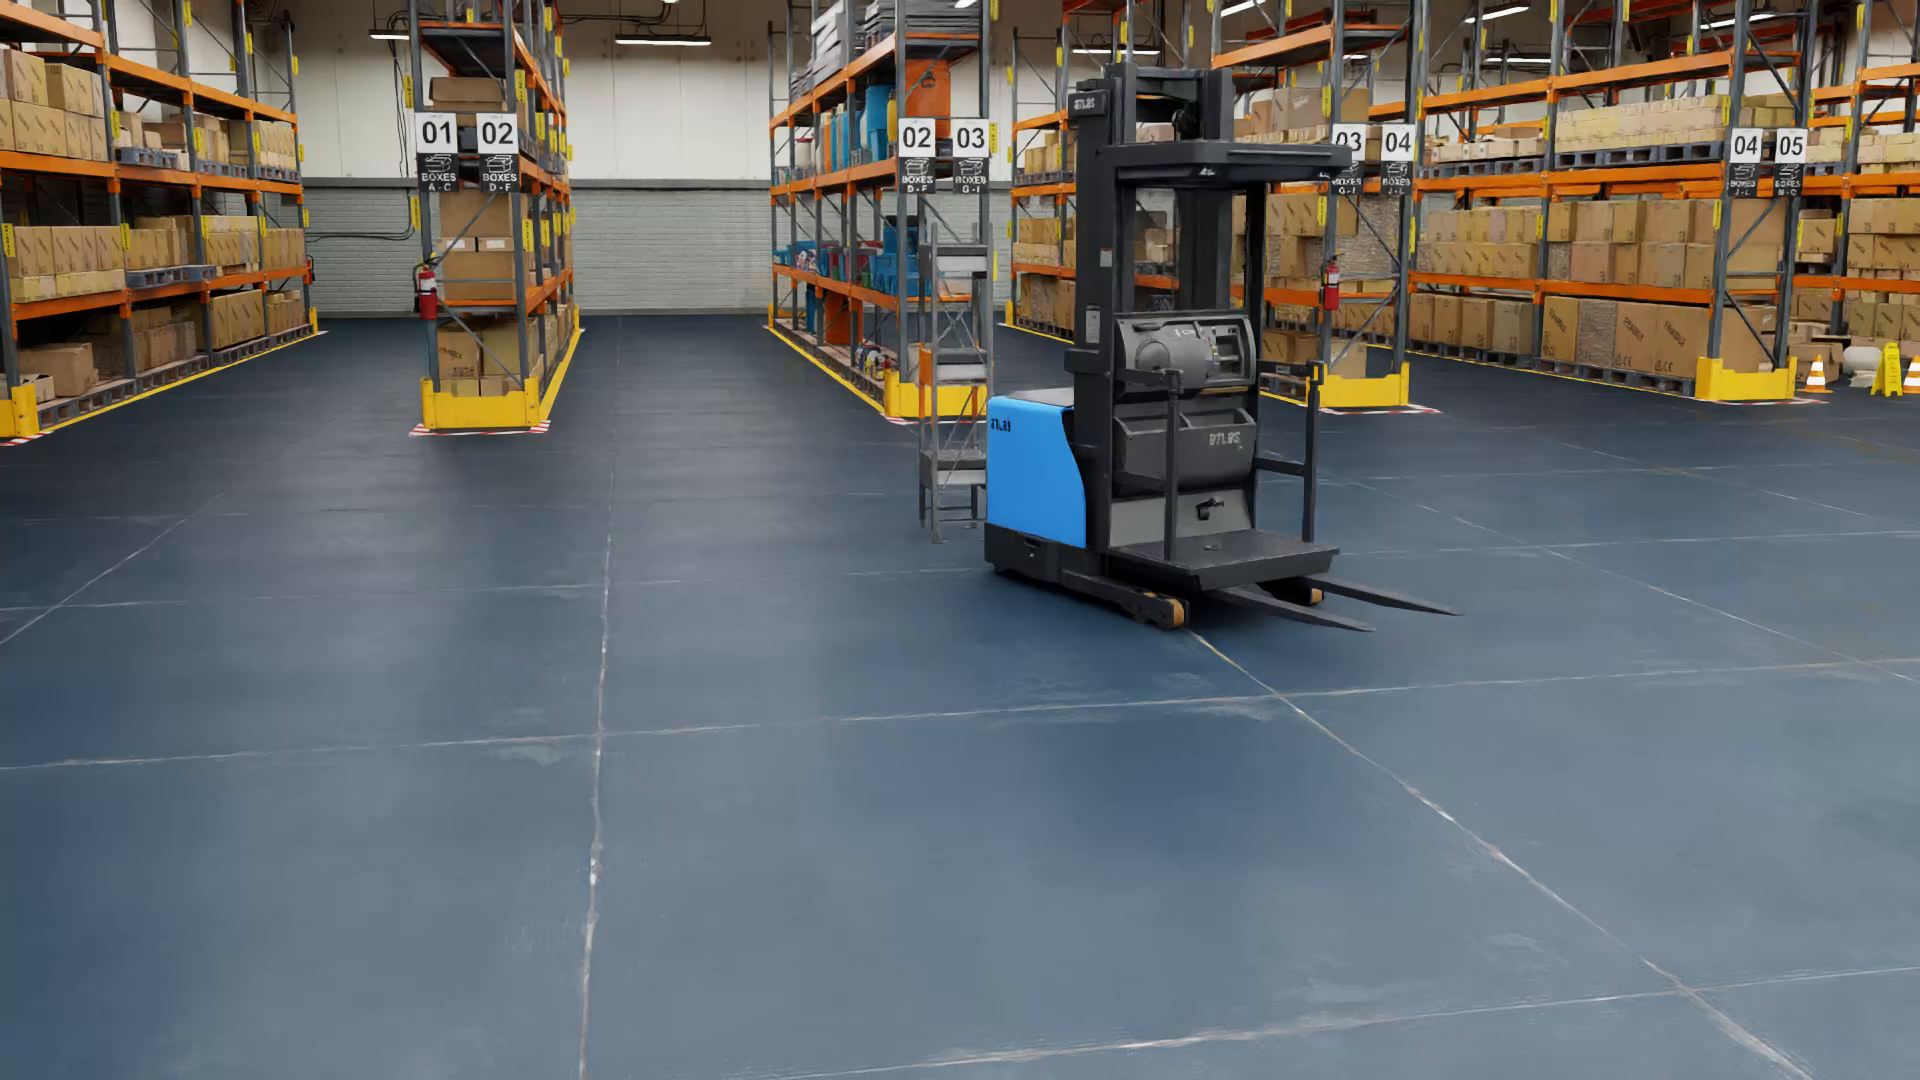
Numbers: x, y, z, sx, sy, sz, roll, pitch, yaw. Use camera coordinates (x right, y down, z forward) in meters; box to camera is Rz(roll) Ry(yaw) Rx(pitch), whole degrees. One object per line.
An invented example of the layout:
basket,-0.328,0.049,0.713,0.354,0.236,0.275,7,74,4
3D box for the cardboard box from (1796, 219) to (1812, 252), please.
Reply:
cardboard box,13.205,-4.709,25.729,0.500,0.500,0.500,-2,11,-11

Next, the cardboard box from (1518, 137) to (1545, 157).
cardboard box,8.487,-5.721,24.219,0.500,0.250,0.500,-2,11,-10

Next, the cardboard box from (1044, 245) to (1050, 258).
cardboard box,1.894,-5.486,31.602,0.500,0.250,0.500,-2,11,-9

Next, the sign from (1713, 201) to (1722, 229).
sign,9.025,-3.876,19.809,0.100,0.325,0.005,-2,11,-11

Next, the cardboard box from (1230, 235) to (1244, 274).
cardboard box,3.986,-3.797,22.062,0.875,0.500,0.500,-2,11,-11

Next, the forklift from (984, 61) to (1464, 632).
forklift,1.368,-1.068,8.969,1.130,2.935,3.031,-7,13,-32

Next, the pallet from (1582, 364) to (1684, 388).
pallet,9.093,-2.205,22.219,1.003,0.211,1.213,-2,11,-11

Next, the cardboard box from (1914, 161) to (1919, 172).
cardboard box,13.641,-5.236,23.333,0.380,0.149,0.250,-2,11,-13

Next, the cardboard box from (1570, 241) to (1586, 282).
cardboard box,8.994,-3.848,22.991,0.875,0.550,0.550,-2,11,-11

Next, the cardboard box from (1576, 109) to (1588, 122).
cardboard box,8.619,-5.767,22.598,0.380,0.149,0.250,-2,11,-12

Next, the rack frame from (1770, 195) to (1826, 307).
rack frame,16.930,-5.789,33.588,1.000,3.000,0.127,-2,11,-11

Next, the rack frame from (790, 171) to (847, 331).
rack frame,-2.518,-5.067,29.796,1.000,3.000,0.127,-2,11,-11

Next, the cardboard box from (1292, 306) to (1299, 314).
cardboard box,6.718,-4.505,32.548,0.380,0.149,0.250,-3,11,-13

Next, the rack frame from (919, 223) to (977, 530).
rack frame,-0.080,-1.107,11.395,0.400,2.100,0.015,-2,11,-11

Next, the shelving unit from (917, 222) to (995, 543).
shelving unit,-0.032,-1.062,11.160,0.431,2.100,0.503,-2,11,-11

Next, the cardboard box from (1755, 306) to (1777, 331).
cardboard box,11.877,-3.214,24.721,0.500,0.500,0.500,-2,11,-11

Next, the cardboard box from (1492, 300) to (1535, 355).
cardboard box,8.573,-3.153,24.636,1.050,0.750,0.750,-2,11,-11

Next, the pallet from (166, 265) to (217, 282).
pallet,-11.215,-3.752,23.400,1.213,0.211,1.003,-2,11,-11

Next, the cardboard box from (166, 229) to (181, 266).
cardboard box,-11.221,-4.051,23.014,0.700,0.500,0.500,-3,11,-16

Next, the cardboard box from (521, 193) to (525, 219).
cardboard box,-5.629,-3.933,20.101,0.700,0.500,0.500,-2,11,-11

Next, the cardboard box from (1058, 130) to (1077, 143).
cardboard box,2.164,-7.566,31.241,0.500,0.250,0.500,-3,11,-15

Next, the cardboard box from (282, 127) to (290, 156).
cardboard box,-12.517,-7.248,30.235,0.500,0.500,0.500,-2,11,-9

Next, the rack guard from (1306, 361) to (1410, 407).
rack guard,4.660,-1.832,19.486,1.175,0.500,0.348,-2,11,-11

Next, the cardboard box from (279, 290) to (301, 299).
cardboard box,-12.576,-4.596,31.147,0.380,0.149,0.250,-2,11,-12

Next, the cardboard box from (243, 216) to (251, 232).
cardboard box,-11.804,-5.110,26.898,0.500,0.250,0.500,-2,11,-10

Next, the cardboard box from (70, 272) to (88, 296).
cardboard box,-9.989,-2.824,18.360,0.500,0.250,0.500,-2,11,-10

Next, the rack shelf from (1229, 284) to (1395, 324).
rack shelf,4.286,-3.060,21.173,1.077,0.370,4.000,-2,11,-11

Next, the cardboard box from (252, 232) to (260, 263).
cardboard box,-11.899,-4.836,27.467,0.500,0.500,0.500,-2,11,-12

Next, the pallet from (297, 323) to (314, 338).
pallet,-12.781,-3.927,31.263,1.003,0.211,1.213,-2,11,-11

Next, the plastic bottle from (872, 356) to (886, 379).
plastic bottle,-0.993,-2.112,20.380,0.152,0.276,0.135,-2,11,-11

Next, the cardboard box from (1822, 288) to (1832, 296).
cardboard box,17.008,-4.819,32.318,0.380,0.149,0.250,-2,11,-11

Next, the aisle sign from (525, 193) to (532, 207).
aisle sign,-8.457,-6.900,32.474,0.394,0.787,0.004,-2,11,-11

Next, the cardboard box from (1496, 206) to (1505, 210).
cardboard box,11.341,-6.839,34.429,0.380,0.149,0.250,-2,11,-12

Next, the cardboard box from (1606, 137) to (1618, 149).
cardboard box,8.768,-5.235,21.936,0.380,0.149,0.250,-2,11,-11

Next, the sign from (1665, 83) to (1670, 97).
sign,15.619,-9.947,36.683,0.100,0.325,0.005,-2,11,-11

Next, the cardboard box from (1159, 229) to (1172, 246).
cardboard box,3.470,-4.573,25.808,0.700,0.500,0.500,0,11,-3

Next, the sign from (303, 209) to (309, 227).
sign,-12.479,-6.143,31.717,0.100,0.325,0.005,-2,11,-11

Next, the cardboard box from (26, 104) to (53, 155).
cardboard box,-9.896,-4.304,17.442,0.500,0.500,0.500,-2,11,-8

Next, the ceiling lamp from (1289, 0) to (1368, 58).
ceiling lamp,8.383,-12.560,37.507,2.000,3.185,0.800,-2,11,-11

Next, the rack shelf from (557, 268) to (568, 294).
rack shelf,-6.988,-4.167,26.993,1.077,0.370,4.000,-2,11,-11

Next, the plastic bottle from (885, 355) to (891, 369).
plastic bottle,-0.889,-2.120,20.400,0.061,0.283,0.133,-2,11,-11

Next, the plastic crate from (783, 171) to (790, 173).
plastic crate,-3.008,-6.614,30.347,0.416,0.233,0.300,-2,11,-11

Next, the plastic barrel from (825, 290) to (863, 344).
plastic barrel,-1.852,-3.563,26.573,0.600,0.830,0.708,-2,11,-11

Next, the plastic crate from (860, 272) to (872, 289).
plastic crate,-0.975,-3.236,20.745,0.450,0.188,0.662,-2,11,-11

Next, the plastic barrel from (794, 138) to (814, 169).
plastic barrel,-2.661,-6.708,28.908,0.433,0.535,0.433,0,11,0

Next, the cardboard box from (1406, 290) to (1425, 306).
cardboard box,7.613,-4.138,28.471,0.500,0.250,0.500,-2,11,-12

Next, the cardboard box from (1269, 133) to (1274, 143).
cardboard box,4.061,-4.972,20.611,0.380,0.149,0.250,-3,11,-14

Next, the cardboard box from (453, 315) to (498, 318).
cardboard box,-6.038,-2.548,20.785,0.500,0.500,0.500,-2,11,-11

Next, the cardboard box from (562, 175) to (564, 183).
cardboard box,-7.322,-6.477,29.585,0.500,0.250,0.500,-2,11,-11

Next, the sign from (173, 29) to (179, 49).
sign,-12.785,-8.175,27.158,0.100,0.325,0.005,-2,11,-11

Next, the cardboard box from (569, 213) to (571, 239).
cardboard box,-7.594,-5.902,31.243,0.500,0.500,0.500,-2,11,-9

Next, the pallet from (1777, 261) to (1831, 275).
pallet,13.265,-4.418,26.900,1.003,0.211,1.213,-2,11,-11

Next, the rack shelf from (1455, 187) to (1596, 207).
rack shelf,11.672,-7.094,34.350,1.077,0.370,4.000,-2,11,-11

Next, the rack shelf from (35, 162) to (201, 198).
rack shelf,-11.069,-4.726,21.908,1.077,0.370,4.000,-2,11,-11

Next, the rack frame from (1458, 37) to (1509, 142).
rack frame,11.283,-9.288,35.929,1.000,3.000,0.127,-2,11,-11

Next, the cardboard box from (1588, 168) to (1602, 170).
cardboard box,11.964,-6.928,31.052,0.380,0.166,0.250,-3,11,-15
